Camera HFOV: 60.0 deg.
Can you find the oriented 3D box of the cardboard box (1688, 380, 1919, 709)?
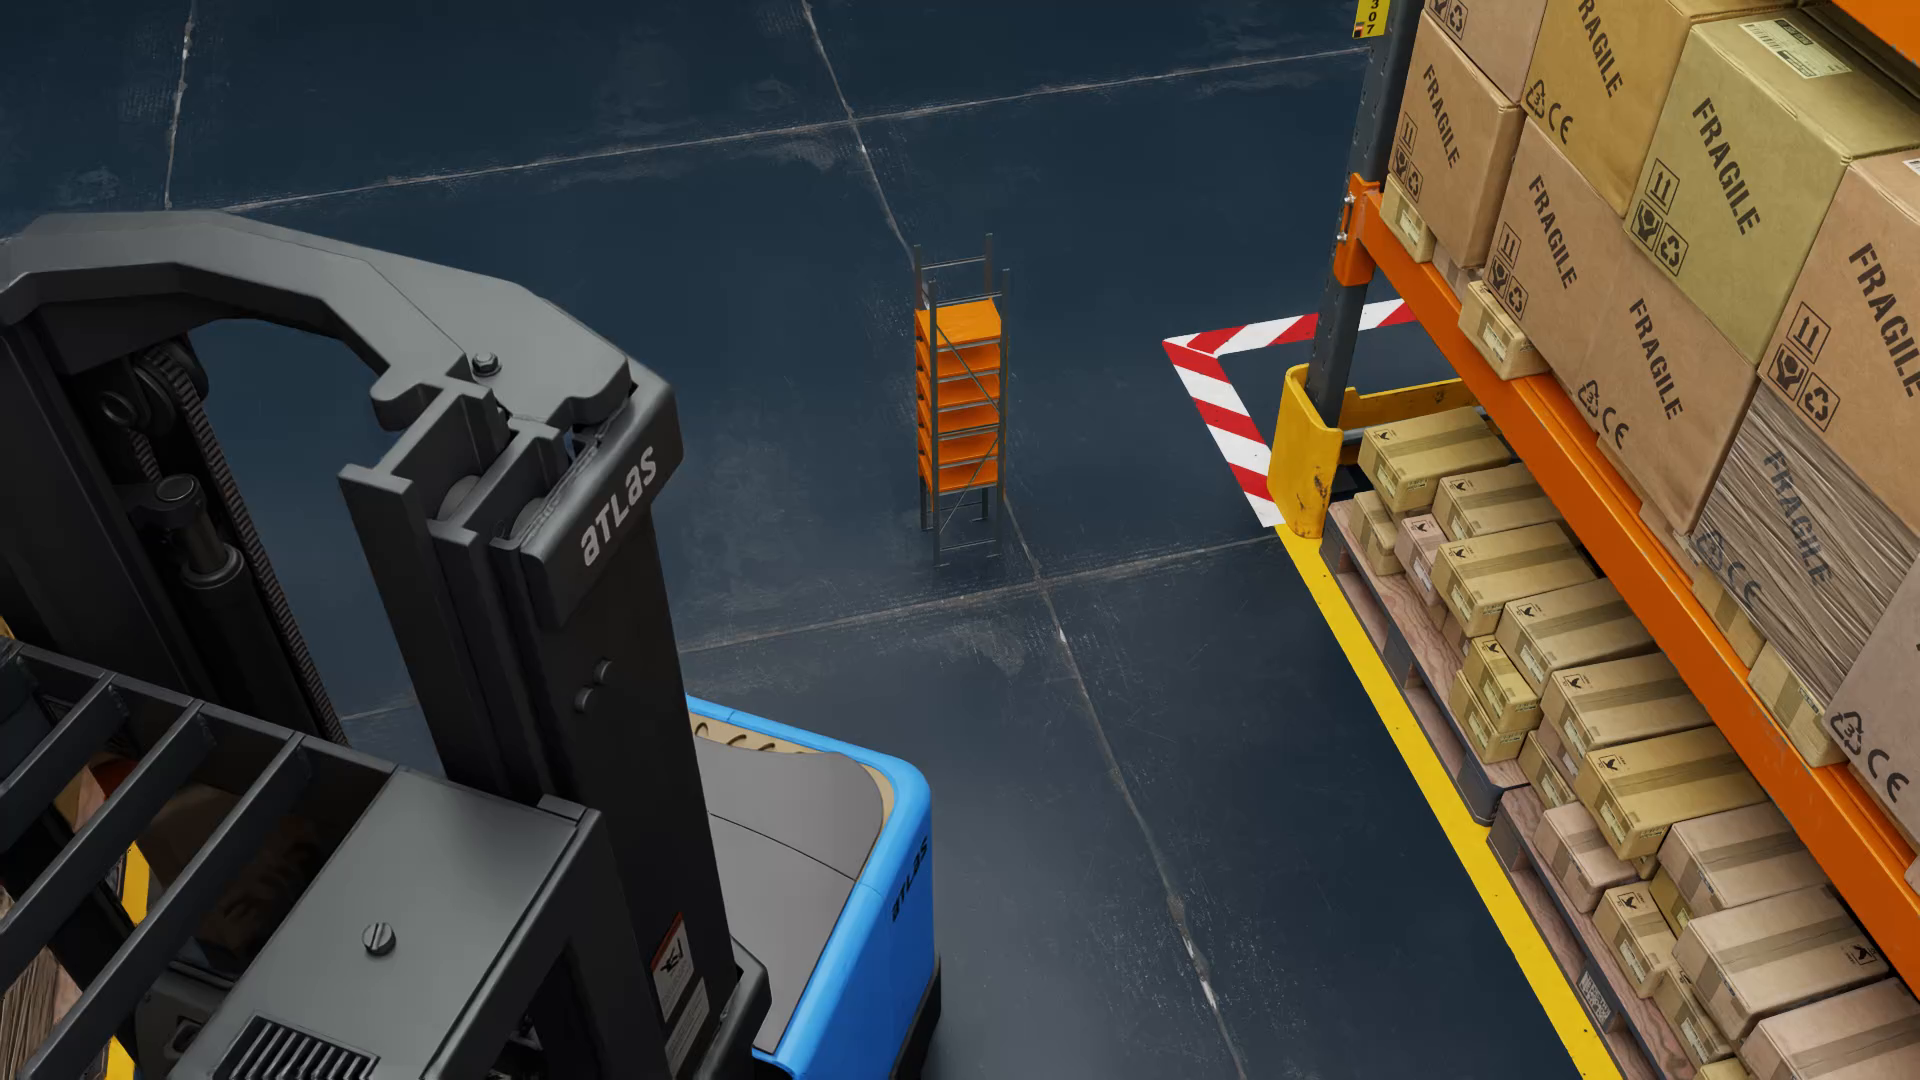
[{"bbox_3d":[1.929,-0.042,3.413,0.500,0.500,0.500,-12,47,-11],"label":"cardboard box"}]

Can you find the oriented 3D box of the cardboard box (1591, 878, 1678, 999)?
[{"bbox_3d":[1.903,1.017,4.356,0.380,0.149,0.250,-11,47,-10],"label":"cardboard box"}]

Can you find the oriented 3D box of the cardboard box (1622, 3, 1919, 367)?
[{"bbox_3d":[1.775,-0.740,3.397,0.500,0.500,0.500,-12,47,-11],"label":"cardboard box"}]

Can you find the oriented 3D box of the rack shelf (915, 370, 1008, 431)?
[{"bbox_3d":[0.004,-0.463,5.258,0.258,0.103,0.180,-11,47,-10],"label":"rack shelf"}]

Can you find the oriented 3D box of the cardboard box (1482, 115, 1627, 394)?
[{"bbox_3d":[1.679,-0.734,4.091,0.500,0.500,0.500,-11,47,-10],"label":"cardboard box"}]

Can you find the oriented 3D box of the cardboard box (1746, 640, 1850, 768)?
[{"bbox_3d":[1.924,0.309,3.523,0.380,0.149,0.250,-10,46,-10],"label":"cardboard box"}]

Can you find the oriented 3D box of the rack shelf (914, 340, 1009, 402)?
[{"bbox_3d":[0.004,-0.547,5.172,0.258,0.103,0.180,-11,47,-10],"label":"rack shelf"}]

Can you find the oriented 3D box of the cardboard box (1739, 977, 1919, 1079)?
[{"bbox_3d":[2.027,1.183,3.776,0.380,0.149,0.250,-13,47,-12],"label":"cardboard box"}]

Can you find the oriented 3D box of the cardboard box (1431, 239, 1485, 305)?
[{"bbox_3d":[1.541,-0.780,4.590,0.380,0.149,0.250,-9,46,-9],"label":"cardboard box"}]

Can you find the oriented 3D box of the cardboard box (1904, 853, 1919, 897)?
[{"bbox_3d":[2.071,0.657,3.182,0.380,0.149,0.250,-13,47,-12],"label":"cardboard box"}]

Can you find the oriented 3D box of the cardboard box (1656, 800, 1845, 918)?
[{"bbox_3d":[1.988,0.808,4.144,0.380,0.149,0.250,-11,47,-10],"label":"cardboard box"}]

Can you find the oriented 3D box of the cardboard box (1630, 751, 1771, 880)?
[{"bbox_3d":[1.949,0.730,4.428,0.380,0.149,0.250,-9,46,-8],"label":"cardboard box"}]

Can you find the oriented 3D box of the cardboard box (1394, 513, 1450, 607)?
[{"bbox_3d":[1.571,0.035,5.109,0.380,0.149,0.250,-11,47,-11],"label":"cardboard box"}]

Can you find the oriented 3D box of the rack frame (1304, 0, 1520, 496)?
[{"bbox_3d":[1.669,-1.320,4.943,1.000,3.000,0.127,-11,47,-10],"label":"rack frame"}]

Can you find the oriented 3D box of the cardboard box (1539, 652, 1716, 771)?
[{"bbox_3d":[1.808,0.461,4.483,0.380,0.149,0.250,-9,46,-9],"label":"cardboard box"}]

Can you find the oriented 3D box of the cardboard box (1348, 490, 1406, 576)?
[{"bbox_3d":[1.494,-0.049,5.400,0.380,0.149,0.250,-10,46,-10],"label":"cardboard box"}]

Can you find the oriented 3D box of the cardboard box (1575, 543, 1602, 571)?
[{"bbox_3d":[2.095,-0.071,5.213,0.380,0.149,0.250,-12,47,-11],"label":"cardboard box"}]

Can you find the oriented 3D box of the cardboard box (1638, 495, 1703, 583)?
[{"bbox_3d":[1.838,-0.064,3.888,0.380,0.149,0.250,-12,47,-11],"label":"cardboard box"}]

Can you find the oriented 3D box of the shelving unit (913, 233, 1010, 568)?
[{"bbox_3d":[0.004,-0.410,5.312,0.258,1.200,0.189,-11,47,-10],"label":"shelving unit"}]

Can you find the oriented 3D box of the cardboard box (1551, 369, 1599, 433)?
[{"bbox_3d":[1.757,-0.431,4.248,0.380,0.149,0.250,-9,46,-8],"label":"cardboard box"}]

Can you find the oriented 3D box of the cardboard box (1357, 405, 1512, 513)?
[{"bbox_3d":[1.475,-0.254,5.184,0.380,0.149,0.250,-13,47,-12],"label":"cardboard box"}]

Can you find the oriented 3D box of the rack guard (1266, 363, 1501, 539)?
[{"bbox_3d":[1.689,-0.393,5.785,1.175,0.500,0.348,-11,47,-10],"label":"rack guard"}]

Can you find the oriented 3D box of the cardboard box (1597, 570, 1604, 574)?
[{"bbox_3d":[2.169,0.015,5.337,0.380,0.149,0.250,-9,46,-9],"label":"cardboard box"}]

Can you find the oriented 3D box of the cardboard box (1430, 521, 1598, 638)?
[{"bbox_3d":[1.603,0.112,4.825,0.380,0.149,0.250,-11,47,-10],"label":"cardboard box"}]

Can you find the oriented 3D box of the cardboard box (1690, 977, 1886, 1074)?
[{"bbox_3d":[2.036,1.111,4.055,0.380,0.149,0.250,-13,47,-12],"label":"cardboard box"}]

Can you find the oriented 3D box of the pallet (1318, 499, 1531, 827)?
[{"bbox_3d":[1.863,0.276,5.332,1.003,0.211,1.213,-11,47,-10],"label":"pallet"}]

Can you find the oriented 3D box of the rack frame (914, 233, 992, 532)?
[{"bbox_3d":[-0.020,-0.473,5.374,0.240,1.200,0.006,-11,47,-10],"label":"rack frame"}]

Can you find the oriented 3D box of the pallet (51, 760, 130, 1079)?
[{"bbox_3d":[-2.871,1.031,4.592,1.003,0.211,1.213,-11,47,-10],"label":"pallet"}]

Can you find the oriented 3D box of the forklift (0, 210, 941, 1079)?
[{"bbox_3d":[-1.034,1.110,2.610,1.130,2.935,3.031,15,47,14],"label":"forklift"}]

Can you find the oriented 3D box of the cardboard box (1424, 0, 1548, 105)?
[{"bbox_3d":[1.528,-1.451,4.093,0.500,0.500,0.500,-11,47,-11],"label":"cardboard box"}]

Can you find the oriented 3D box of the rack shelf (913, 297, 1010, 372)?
[{"bbox_3d":[0.004,-0.631,5.086,0.258,0.103,0.180,-11,47,-10],"label":"rack shelf"}]

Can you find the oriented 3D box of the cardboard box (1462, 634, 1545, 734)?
[{"bbox_3d":[1.680,0.385,4.767,0.380,0.149,0.250,-9,46,-9],"label":"cardboard box"}]

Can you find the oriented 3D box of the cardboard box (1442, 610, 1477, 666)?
[{"bbox_3d":[1.710,0.287,5.071,0.380,0.149,0.250,-10,46,-10],"label":"cardboard box"}]

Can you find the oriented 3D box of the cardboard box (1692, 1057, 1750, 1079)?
[{"bbox_3d":[1.999,1.369,4.010,0.380,0.149,0.250,-11,47,-10],"label":"cardboard box"}]

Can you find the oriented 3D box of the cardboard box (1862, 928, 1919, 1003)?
[{"bbox_3d":[2.539,1.094,4.280,0.380,0.149,0.250,-12,47,-11],"label":"cardboard box"}]

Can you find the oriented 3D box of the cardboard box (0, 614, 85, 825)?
[{"bbox_3d":[-2.910,0.541,4.313,0.875,0.875,0.875,-11,47,-10],"label":"cardboard box"}]

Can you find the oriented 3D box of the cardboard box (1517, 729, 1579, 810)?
[{"bbox_3d":[1.827,0.642,4.722,0.380,0.149,0.250,-11,47,-10],"label":"cardboard box"}]
